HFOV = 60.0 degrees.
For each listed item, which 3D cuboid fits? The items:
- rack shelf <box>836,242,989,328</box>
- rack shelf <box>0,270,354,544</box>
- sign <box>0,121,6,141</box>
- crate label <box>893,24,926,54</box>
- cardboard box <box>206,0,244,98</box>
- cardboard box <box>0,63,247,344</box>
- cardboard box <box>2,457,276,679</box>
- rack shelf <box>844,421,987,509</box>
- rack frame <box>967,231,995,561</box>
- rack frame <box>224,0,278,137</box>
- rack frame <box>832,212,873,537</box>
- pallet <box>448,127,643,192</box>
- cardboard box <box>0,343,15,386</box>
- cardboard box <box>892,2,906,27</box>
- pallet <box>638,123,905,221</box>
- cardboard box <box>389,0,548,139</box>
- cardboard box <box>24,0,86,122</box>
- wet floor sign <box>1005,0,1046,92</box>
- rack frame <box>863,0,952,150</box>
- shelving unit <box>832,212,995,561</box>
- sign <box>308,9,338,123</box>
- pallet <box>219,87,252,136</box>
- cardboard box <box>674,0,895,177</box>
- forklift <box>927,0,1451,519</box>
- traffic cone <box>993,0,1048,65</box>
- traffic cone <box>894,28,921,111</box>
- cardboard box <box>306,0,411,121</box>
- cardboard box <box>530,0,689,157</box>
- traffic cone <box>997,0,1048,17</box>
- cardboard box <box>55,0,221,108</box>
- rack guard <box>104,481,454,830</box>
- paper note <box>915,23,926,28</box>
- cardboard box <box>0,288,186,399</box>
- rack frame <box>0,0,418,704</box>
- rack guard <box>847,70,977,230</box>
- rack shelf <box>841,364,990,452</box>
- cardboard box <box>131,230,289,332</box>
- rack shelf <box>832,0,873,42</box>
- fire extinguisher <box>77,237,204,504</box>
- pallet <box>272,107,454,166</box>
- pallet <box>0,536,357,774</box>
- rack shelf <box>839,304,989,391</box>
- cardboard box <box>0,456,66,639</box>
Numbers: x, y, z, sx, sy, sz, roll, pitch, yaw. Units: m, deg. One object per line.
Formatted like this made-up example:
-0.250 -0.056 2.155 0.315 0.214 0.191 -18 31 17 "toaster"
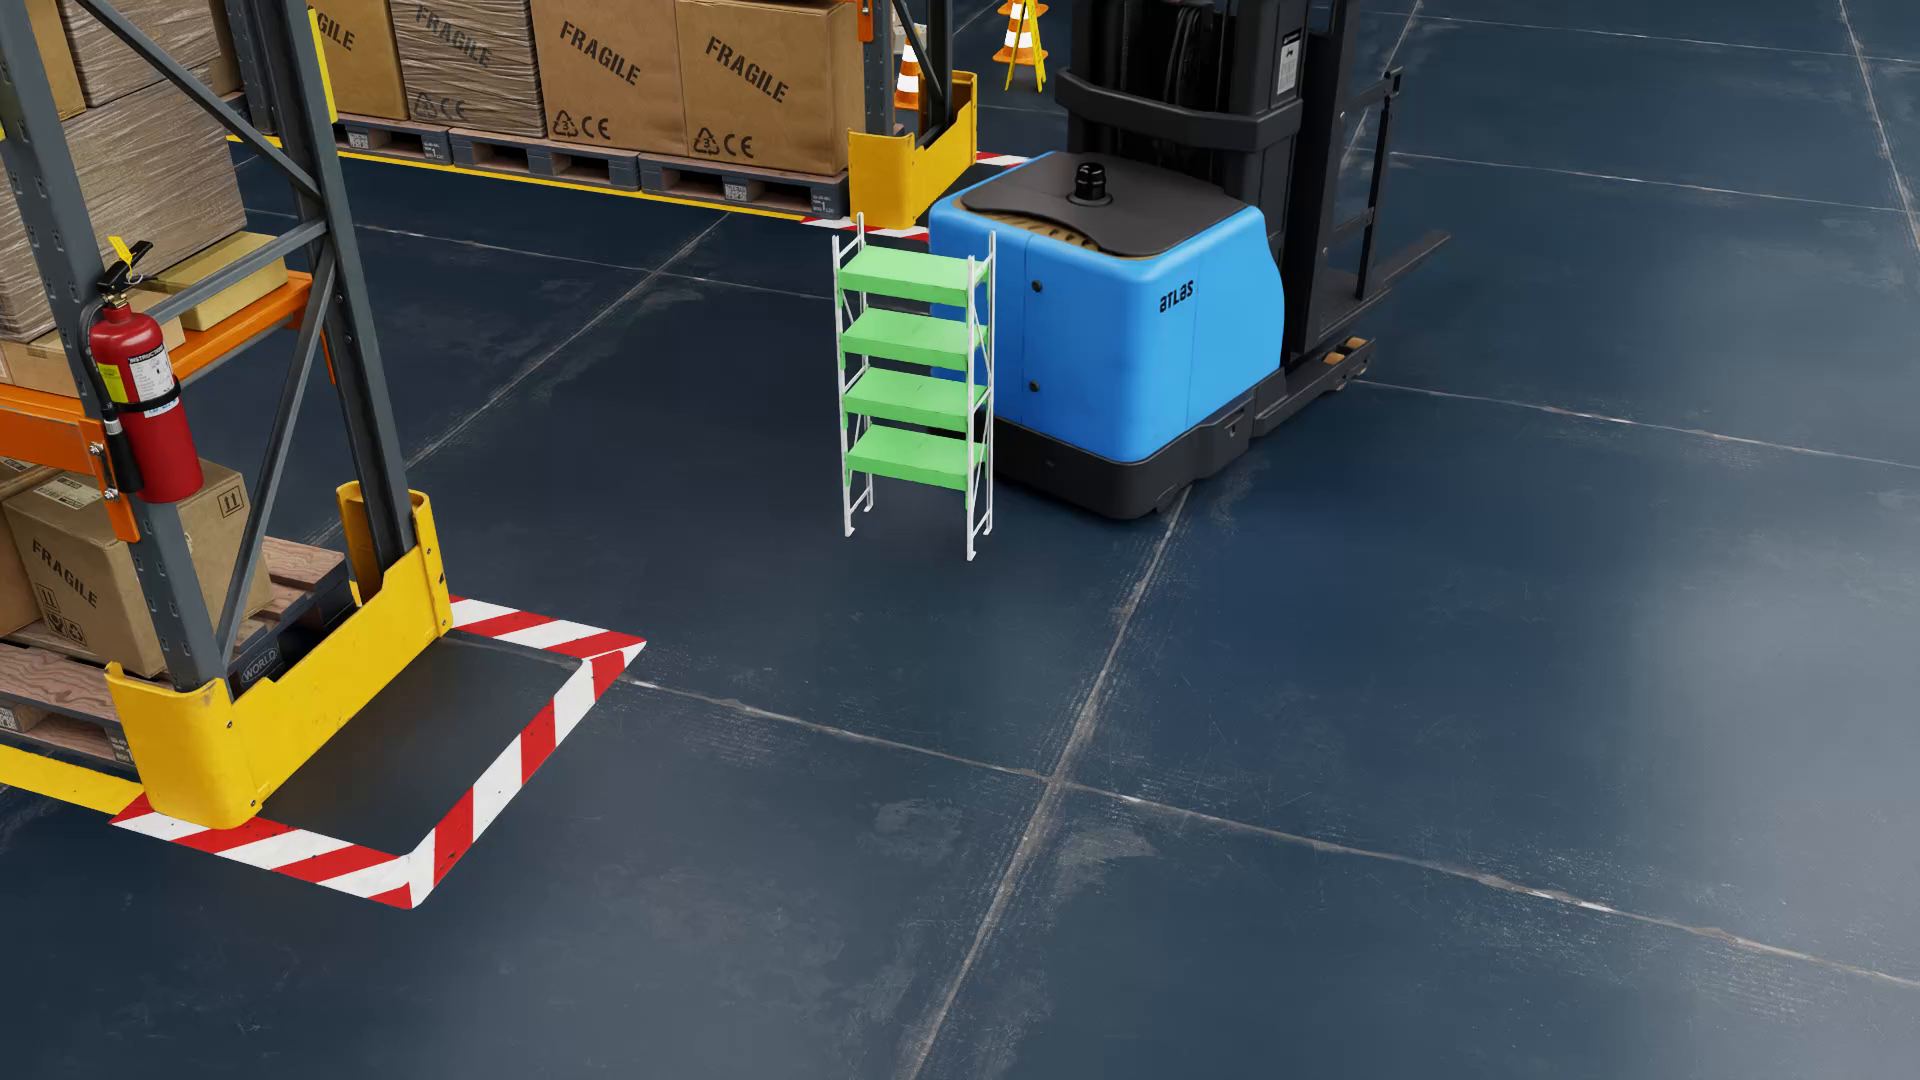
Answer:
-0.156 -0.884 5.746 0.480 0.148 0.258 11 34 16 "rack shelf"
-3.919 -0.772 5.343 4.000 0.370 1.077 11 34 16 "rack shelf"
-2.242 -1.047 3.748 0.005 0.325 0.100 11 34 16 "sign"
-0.348 -3.469 11.496 0.298 0.136 0.250 -6 33 -9 "crate label"
-4.648 -3.253 10.210 0.750 0.750 1.050 11 34 16 "cardboard box"
-2.544 -0.990 4.651 0.500 0.500 0.875 11 34 16 "cardboard box"
-2.618 0.043 5.335 0.500 0.500 0.500 18 37 25 "cardboard box"
-0.156 -0.279 6.136 0.480 0.148 0.258 11 34 16 "rack shelf"
0.074 -0.490 5.902 0.015 1.200 0.240 11 34 16 "rack frame"
-4.033 -3.954 9.609 0.127 3.000 1.000 11 34 16 "rack frame"
-0.386 -0.579 6.041 0.015 1.200 0.240 11 34 16 "rack frame"
-2.191 -2.381 9.743 1.213 0.211 1.003 11 34 16 "pallet"
-2.609 -0.595 4.638 0.250 0.149 0.380 11 34 16 "cardboard box"
-0.607 -3.779 11.966 0.380 0.149 0.250 -25 40 -33 "cardboard box"
-1.047 -2.157 9.396 1.213 0.211 1.003 11 34 16 "pallet"
-2.615 -2.924 9.585 0.875 0.875 0.875 11 35 17 "cardboard box"
-2.637 -1.269 4.163 0.500 0.500 0.500 11 34 16 "cardboard box"
0.428 -3.239 10.671 0.232 0.644 0.267 5 33 8 "wet floor sign"
-0.268 -3.222 8.475 0.127 3.000 1.000 11 34 16 "rack frame"
-0.156 -0.534 5.971 0.503 1.200 0.258 11 34 16 "shelving unit"
-1.853 -1.349 4.775 0.005 0.325 0.100 11 34 16 "sign"
-4.785 -2.885 10.524 1.213 0.211 1.003 11 34 16 "pallet"
-0.928 -2.596 9.077 0.875 0.875 0.875 11 35 17 "cardboard box"
1.193 -2.037 6.703 1.130 2.935 3.031 24 40 32 "forklift"
0.413 -3.493 11.234 0.334 0.463 0.336 11 34 16 "traffic cone"
-0.288 -2.979 10.437 0.334 0.463 0.336 11 34 16 "traffic cone"
-3.465 -3.087 9.838 0.875 0.875 0.875 12 35 17 "cardboard box"
-1.757 -2.756 9.325 0.875 0.875 0.875 10 34 16 "cardboard box"
0.467 -4.122 12.208 0.334 0.463 0.336 11 34 16 "traffic cone"
-2.462 -1.535 4.574 0.500 0.500 0.500 11 34 16 "cardboard box"
-2.108 0.328 5.281 0.348 0.500 1.175 11 34 16 "rack guard"
-0.254 -3.677 11.918 0.142 0.019 0.148 0 33 0 "paper note"
-2.374 -0.549 4.567 0.250 0.149 0.380 11 34 16 "cardboard box"
-2.036 -0.708 4.581 0.127 3.000 1.000 11 34 16 "rack frame"
-0.245 -2.168 9.146 0.348 0.500 1.175 11 34 16 "rack guard"
-0.156 -0.481 6.006 0.480 0.148 0.258 11 34 16 "rack shelf"
-2.224 -0.776 4.919 0.250 0.149 0.380 11 34 16 "cardboard box"
-2.150 -3.286 9.237 4.000 0.370 1.077 11 34 16 "rack shelf"
-2.084 -0.419 4.205 0.183 0.674 0.296 11 34 16 "fire extinguisher"
-3.344 -2.603 10.088 1.213 0.211 1.003 11 34 16 "pallet"
-2.860 0.283 5.617 1.213 0.211 1.003 11 34 16 "pallet"
-0.156 -0.682 5.876 0.480 0.148 0.258 11 34 16 "rack shelf"
-3.192 -0.049 5.478 0.500 0.500 0.500 21 38 29 "cardboard box"
